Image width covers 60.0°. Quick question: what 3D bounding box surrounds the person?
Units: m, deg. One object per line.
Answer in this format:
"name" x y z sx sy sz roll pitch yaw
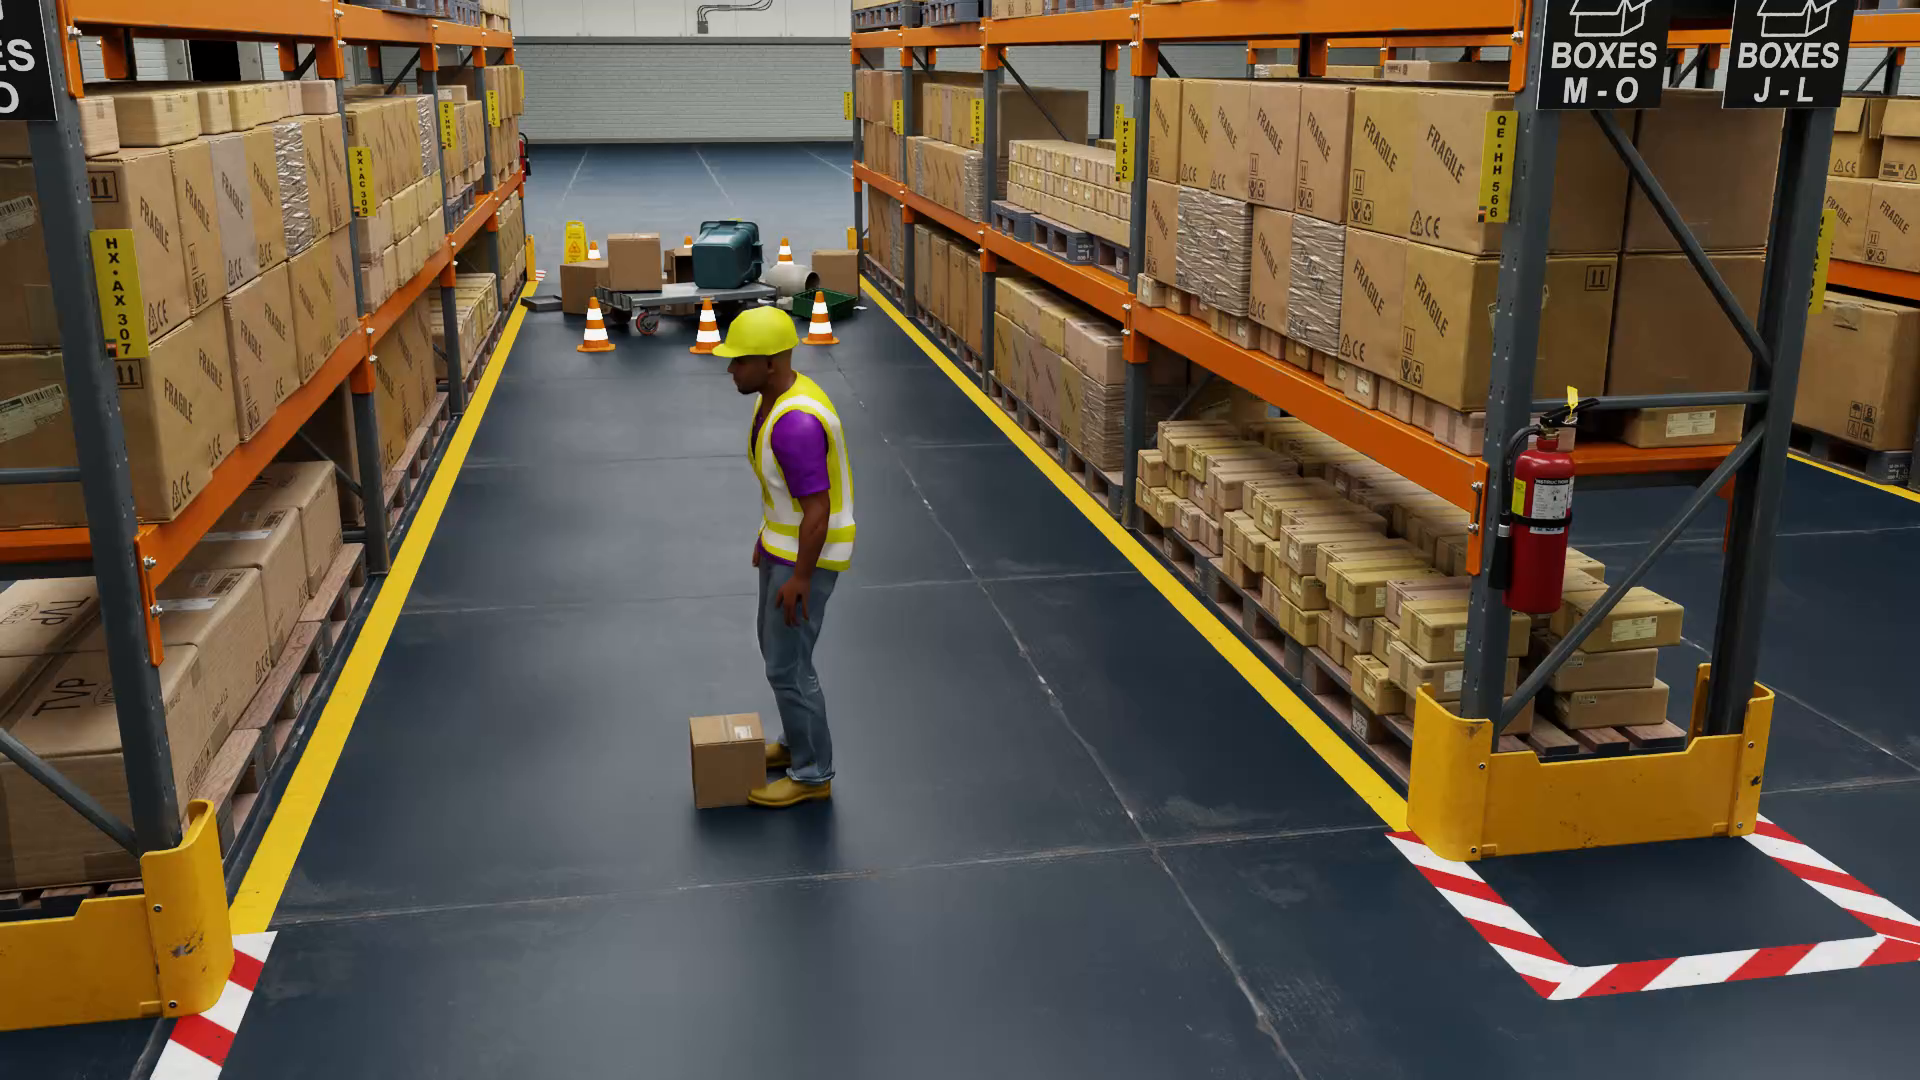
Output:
"person" -0.607 0.056 5.813 0.462 1.759 0.632 -4 17 -14
